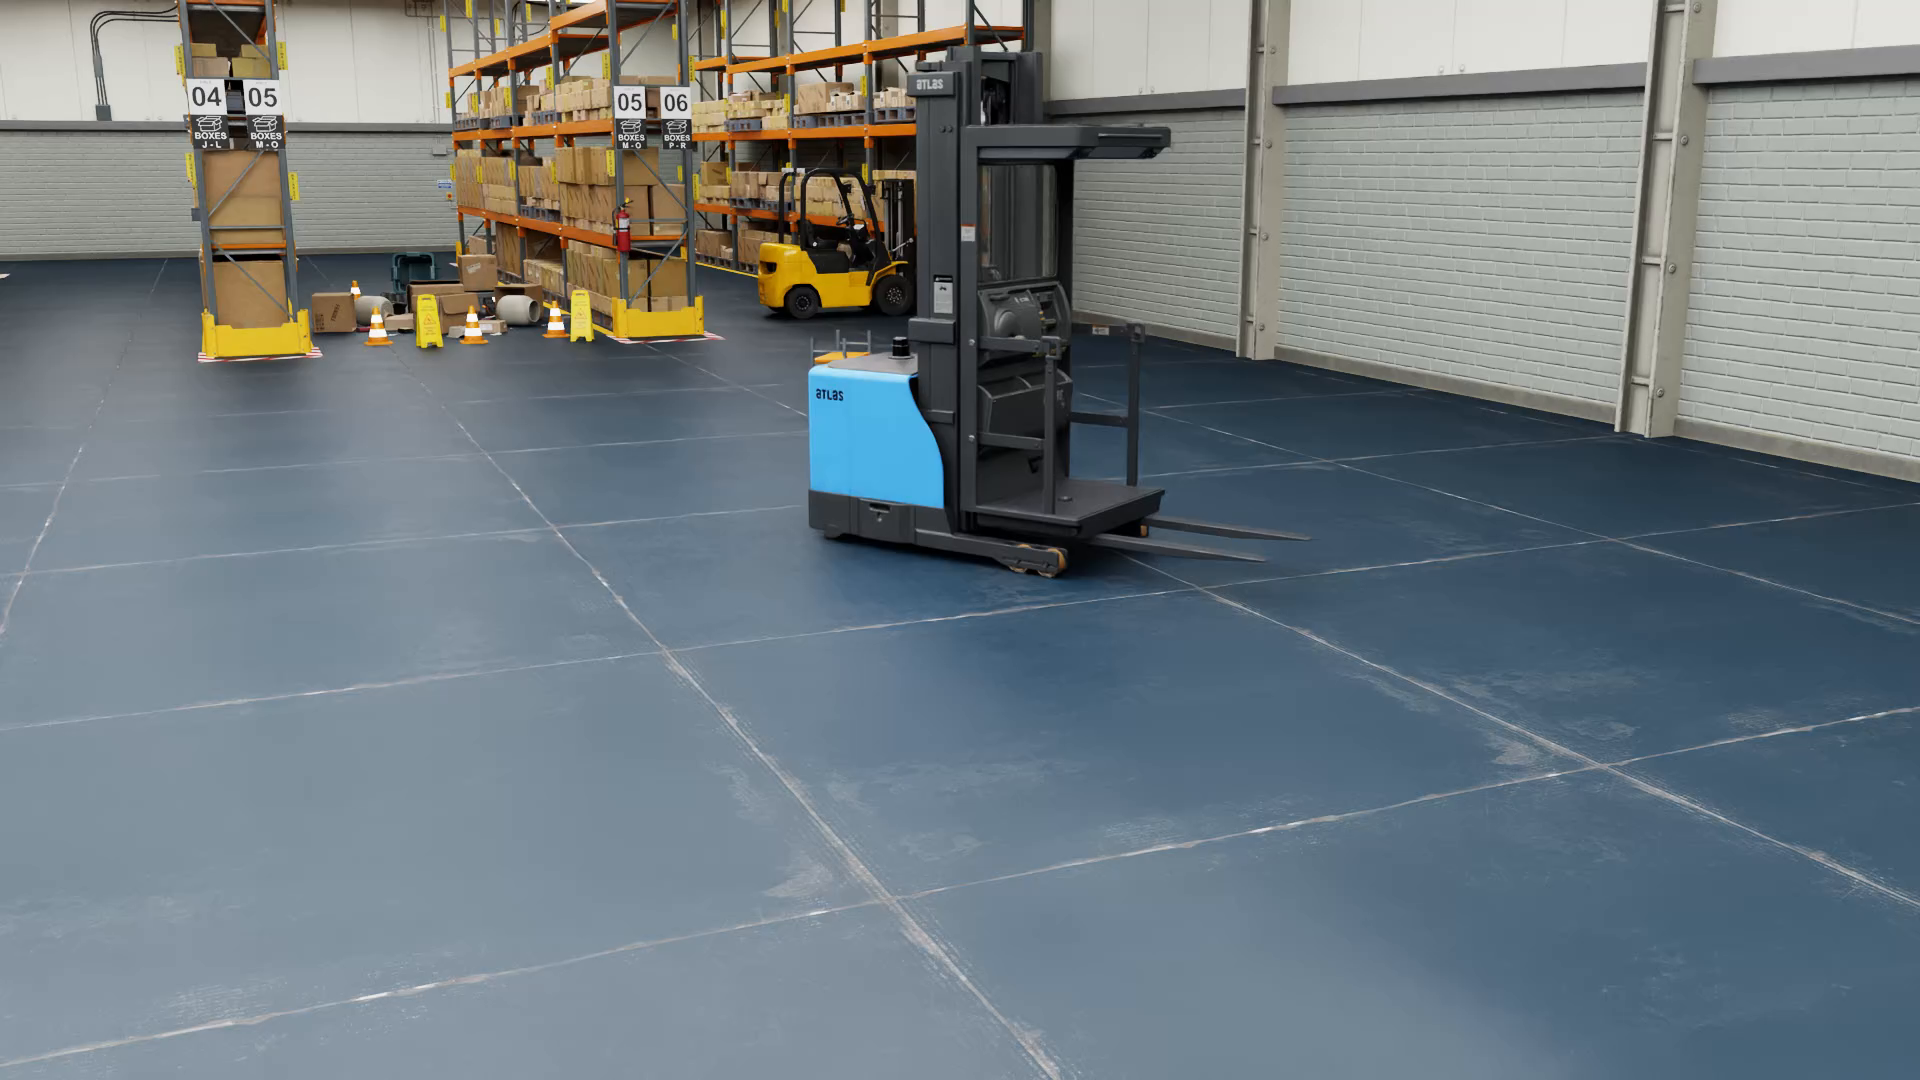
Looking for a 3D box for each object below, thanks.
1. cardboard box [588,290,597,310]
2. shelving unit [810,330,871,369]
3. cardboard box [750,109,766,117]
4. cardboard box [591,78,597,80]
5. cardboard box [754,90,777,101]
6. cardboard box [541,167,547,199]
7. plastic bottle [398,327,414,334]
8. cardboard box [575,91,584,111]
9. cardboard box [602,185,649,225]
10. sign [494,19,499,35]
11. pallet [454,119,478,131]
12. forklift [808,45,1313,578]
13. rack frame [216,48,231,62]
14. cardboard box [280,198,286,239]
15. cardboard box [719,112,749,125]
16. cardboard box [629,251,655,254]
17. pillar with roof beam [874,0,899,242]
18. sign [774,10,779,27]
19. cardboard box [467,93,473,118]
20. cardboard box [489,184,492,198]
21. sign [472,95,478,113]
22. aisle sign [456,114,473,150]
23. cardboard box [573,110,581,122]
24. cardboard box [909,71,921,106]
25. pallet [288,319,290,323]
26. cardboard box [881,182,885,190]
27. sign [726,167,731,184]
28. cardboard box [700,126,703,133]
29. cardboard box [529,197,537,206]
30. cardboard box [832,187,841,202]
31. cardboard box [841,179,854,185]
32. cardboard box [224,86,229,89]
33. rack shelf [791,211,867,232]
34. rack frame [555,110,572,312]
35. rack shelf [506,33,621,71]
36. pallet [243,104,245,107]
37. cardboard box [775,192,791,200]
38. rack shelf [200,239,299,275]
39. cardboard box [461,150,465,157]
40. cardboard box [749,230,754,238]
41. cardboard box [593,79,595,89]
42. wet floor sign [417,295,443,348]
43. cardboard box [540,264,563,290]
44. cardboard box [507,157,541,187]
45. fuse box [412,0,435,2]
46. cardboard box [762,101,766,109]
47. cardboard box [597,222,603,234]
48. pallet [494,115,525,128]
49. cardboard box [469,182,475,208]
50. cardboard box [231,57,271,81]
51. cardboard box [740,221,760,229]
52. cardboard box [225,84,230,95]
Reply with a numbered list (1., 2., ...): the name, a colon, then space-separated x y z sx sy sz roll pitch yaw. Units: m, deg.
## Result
1. cardboard box: -4.975 -3.412 23.626 0.500 0.250 0.500 -6 14 -25
2. shelving unit: -0.776 -0.760 10.992 0.258 1.200 0.503 4 14 15
3. cardboard box: -3.856 -8.297 32.316 0.380 0.149 0.250 -5 14 -22
4. cardboard box: -5.668 -7.111 26.081 0.500 0.250 0.500 -6 14 -24
5. cardboard box: -3.928 -8.948 33.551 0.396 0.266 0.258 -6 14 -23
6. cardboard box: -6.388 -5.698 26.523 0.500 0.500 0.500 -5 14 -21
7. plastic bottle: -7.514 -2.836 22.490 0.133 0.061 0.283 -12 18 -42
8. cardboard box: -5.059 -6.118 23.174 0.500 0.250 0.500 -5 14 -22
9. cardboard box: -4.460 -4.470 22.149 0.500 0.500 0.500 -6 14 -24
10. sign: -9.896 -10.957 35.508 0.100 0.325 0.005 -6 14 -23
11. pallet: -10.092 -8.760 35.113 1.003 0.211 1.213 -6 14 -23
12. forklift: 0.559 -1.351 9.706 3.031 2.935 1.130 9 16 33
13. rack frame: -11.689 -8.296 26.259 1.000 3.000 0.127 -6 14 -23
14. cardboard box: -9.024 -4.105 21.123 0.875 0.550 0.550 -6 14 -23
15. cardboard box: -4.673 -8.728 34.447 0.500 0.250 0.500 -6 14 -23
16. cardboard box: -4.698 -3.937 24.234 0.500 0.500 0.500 -5 14 -20
17. pillar with roof beam: -5.244 -8.637 27.730 9.100 9.000 0.400 -6 14 -23
18. sign: -3.744 -10.624 33.891 0.100 0.325 0.005 -6 14 -23
19. cardboard box: -9.729 -8.828 33.833 0.500 0.500 0.500 -5 14 -22
20. cardboard box: -8.644 -6.617 31.532 0.500 0.250 0.500 -5 14 -22
21. sign: -9.305 -8.370 31.905 0.100 0.325 0.005 -6 14 -23
22. aisle sign: -10.693 -8.750 35.757 0.394 0.787 0.004 -6 14 -23
23. cardboard box: -5.256 -5.993 23.518 0.380 0.149 0.250 -6 14 -24
24. cardboard box: -0.362 -6.817 25.139 0.797 0.503 0.637 -5 14 -21
25. pallet: -9.362 -2.772 21.880 1.003 0.211 1.213 -6 14 -23
26. cardboard box: -1.054 -5.686 26.625 0.380 0.149 0.250 -5 14 -22
27. sign: -4.744 -7.488 34.153 0.100 0.325 0.005 -6 14 -23
28. cardboard box: -5.413 -8.870 35.948 0.380 0.149 0.250 -6 14 -23
29. cardboard box: -6.993 -5.659 27.795 0.380 0.149 0.250 -6 14 -23
30. cardboard box: -1.889 -5.925 28.542 0.500 0.250 0.500 -5 14 -22
31. cardboard box: -1.782 -6.029 28.107 0.380 0.149 0.250 -6 14 -25
32. cardboard box: -9.944 -6.103 21.956 0.500 0.250 0.500 -6 14 -23
33. rack shelf: -1.847 -5.527 29.194 1.077 0.370 4.000 -6 14 -23
34. rack frame: -5.592 -5.015 25.387 1.000 3.000 0.127 -6 14 -23
35. rack shelf: -6.393 -7.806 26.622 1.077 0.370 4.000 -6 14 -23
36. pallet: -9.769 -5.795 22.303 1.003 0.211 1.213 -6 14 -23
37. cardboard box: -3.262 -6.474 31.316 0.380 0.149 0.250 -5 14 -22
38. rack shelf: -9.286 -3.784 21.661 1.077 0.370 4.000 -6 14 -23
39. cardboard box: -10.219 -8.084 34.766 0.380 0.149 0.250 -6 14 -25
40. cardboard box: -4.055 -6.220 33.765 0.380 0.149 0.250 -6 15 -26
41. cardboard box: -4.809 -6.232 22.781 0.380 0.149 0.250 -6 14 -25
42. wet floor sign: -6.659 -2.747 20.807 0.267 0.644 0.232 -9 16 -33
43. cardboard box: -6.376 -4.340 27.364 0.950 0.372 0.625 -5 14 -21
44. cardboard box: -7.641 -6.461 29.193 0.500 0.500 0.500 -6 14 -24
45. fuse box: -12.900 -13.111 39.964 0.513 0.334 0.176 -6 14 -23
46. cardboard box: -3.576 -8.331 31.848 0.380 0.149 0.250 -6 14 -23
47. cardboard box: -4.753 -4.272 22.733 0.380 0.149 0.250 -5 14 -22
48. pallet: -7.501 -7.339 29.195 1.213 0.211 1.003 -5 14 -20
49. cardboard box: -9.643 -6.998 33.732 0.500 0.500 0.500 -6 14 -24
50. cardboard box: -8.443 -5.630 19.912 0.500 0.250 0.500 -6 14 -23
51. cardboard box: -4.295 -6.472 34.196 0.380 0.149 0.250 -6 14 -24
52. cardboard box: -10.517 -6.320 23.553 0.500 0.250 0.500 -5 14 -22
